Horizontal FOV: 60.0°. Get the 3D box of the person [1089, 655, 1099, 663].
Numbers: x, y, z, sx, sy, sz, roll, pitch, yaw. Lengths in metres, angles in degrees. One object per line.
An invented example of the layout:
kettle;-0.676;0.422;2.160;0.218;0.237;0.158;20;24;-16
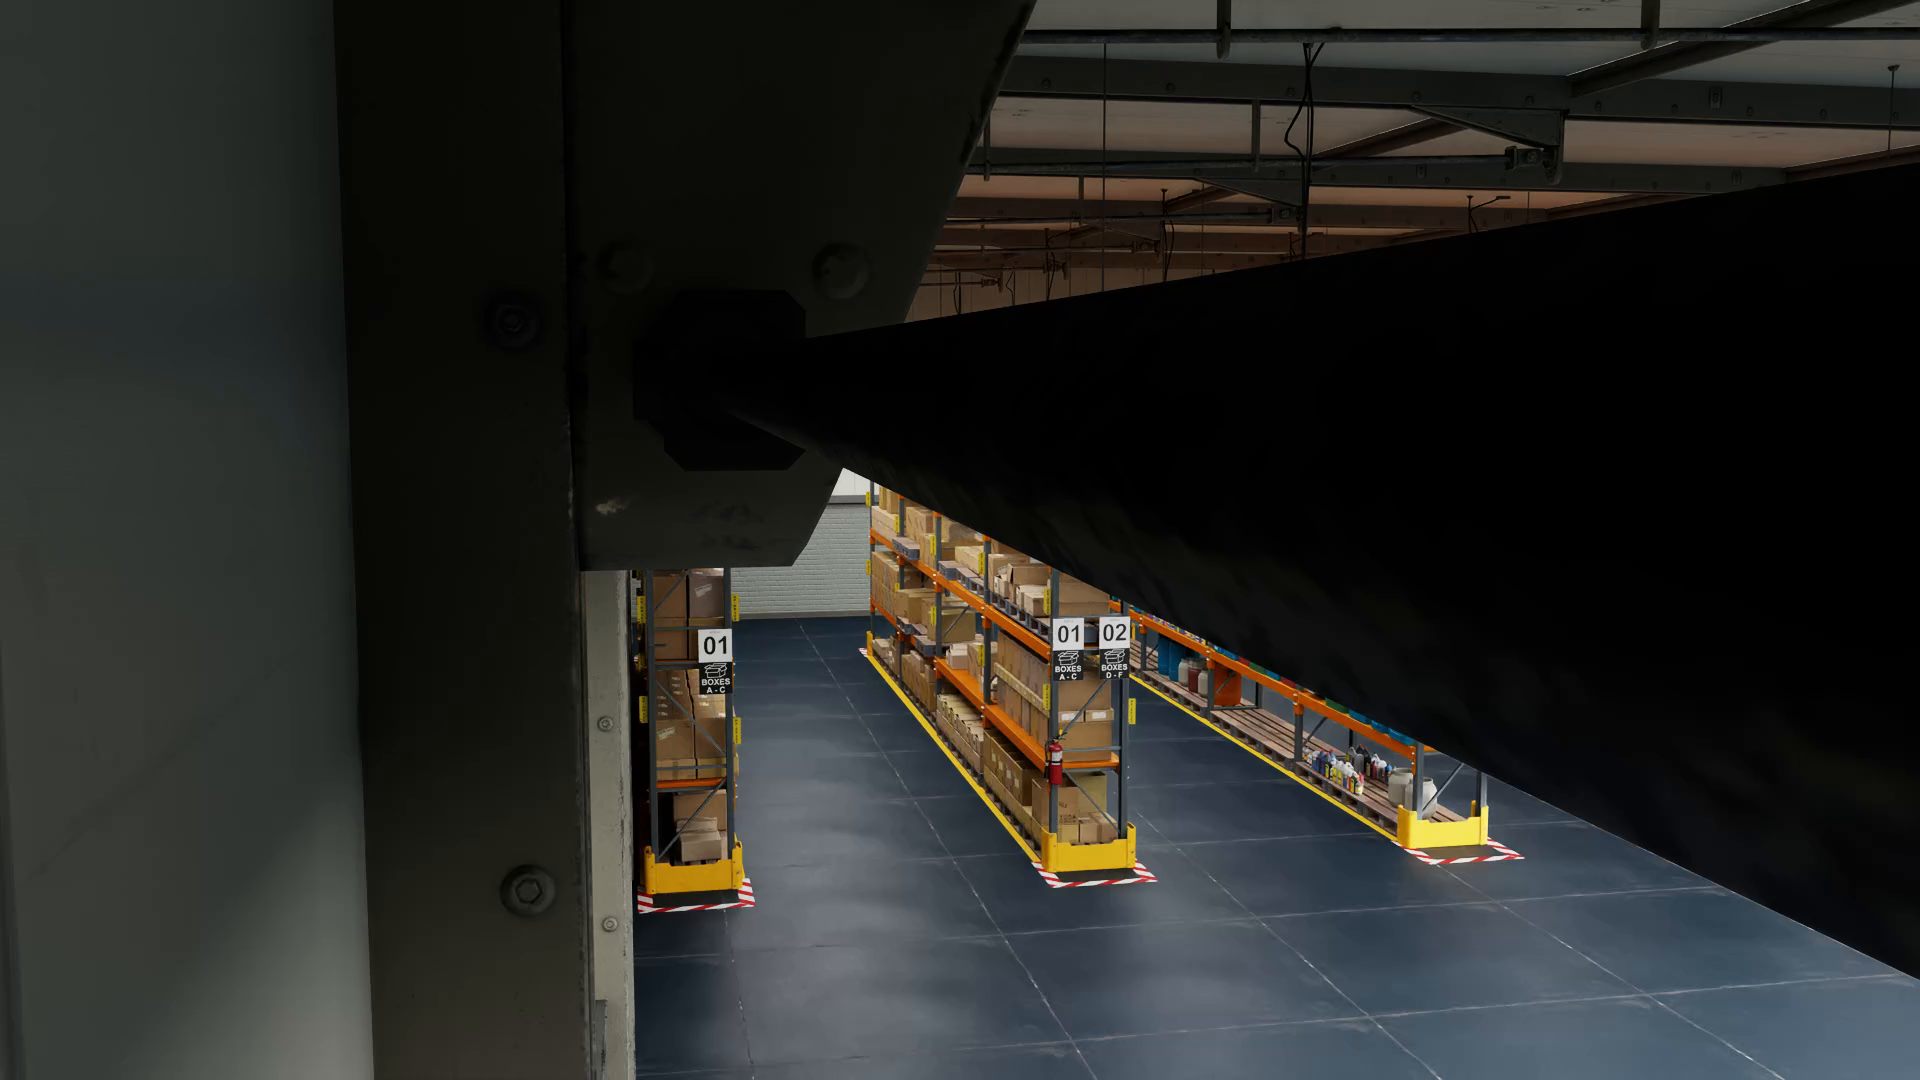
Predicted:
person;2.491;2.342;29.876;0.726;1.769;0.824;-3;7;-24
